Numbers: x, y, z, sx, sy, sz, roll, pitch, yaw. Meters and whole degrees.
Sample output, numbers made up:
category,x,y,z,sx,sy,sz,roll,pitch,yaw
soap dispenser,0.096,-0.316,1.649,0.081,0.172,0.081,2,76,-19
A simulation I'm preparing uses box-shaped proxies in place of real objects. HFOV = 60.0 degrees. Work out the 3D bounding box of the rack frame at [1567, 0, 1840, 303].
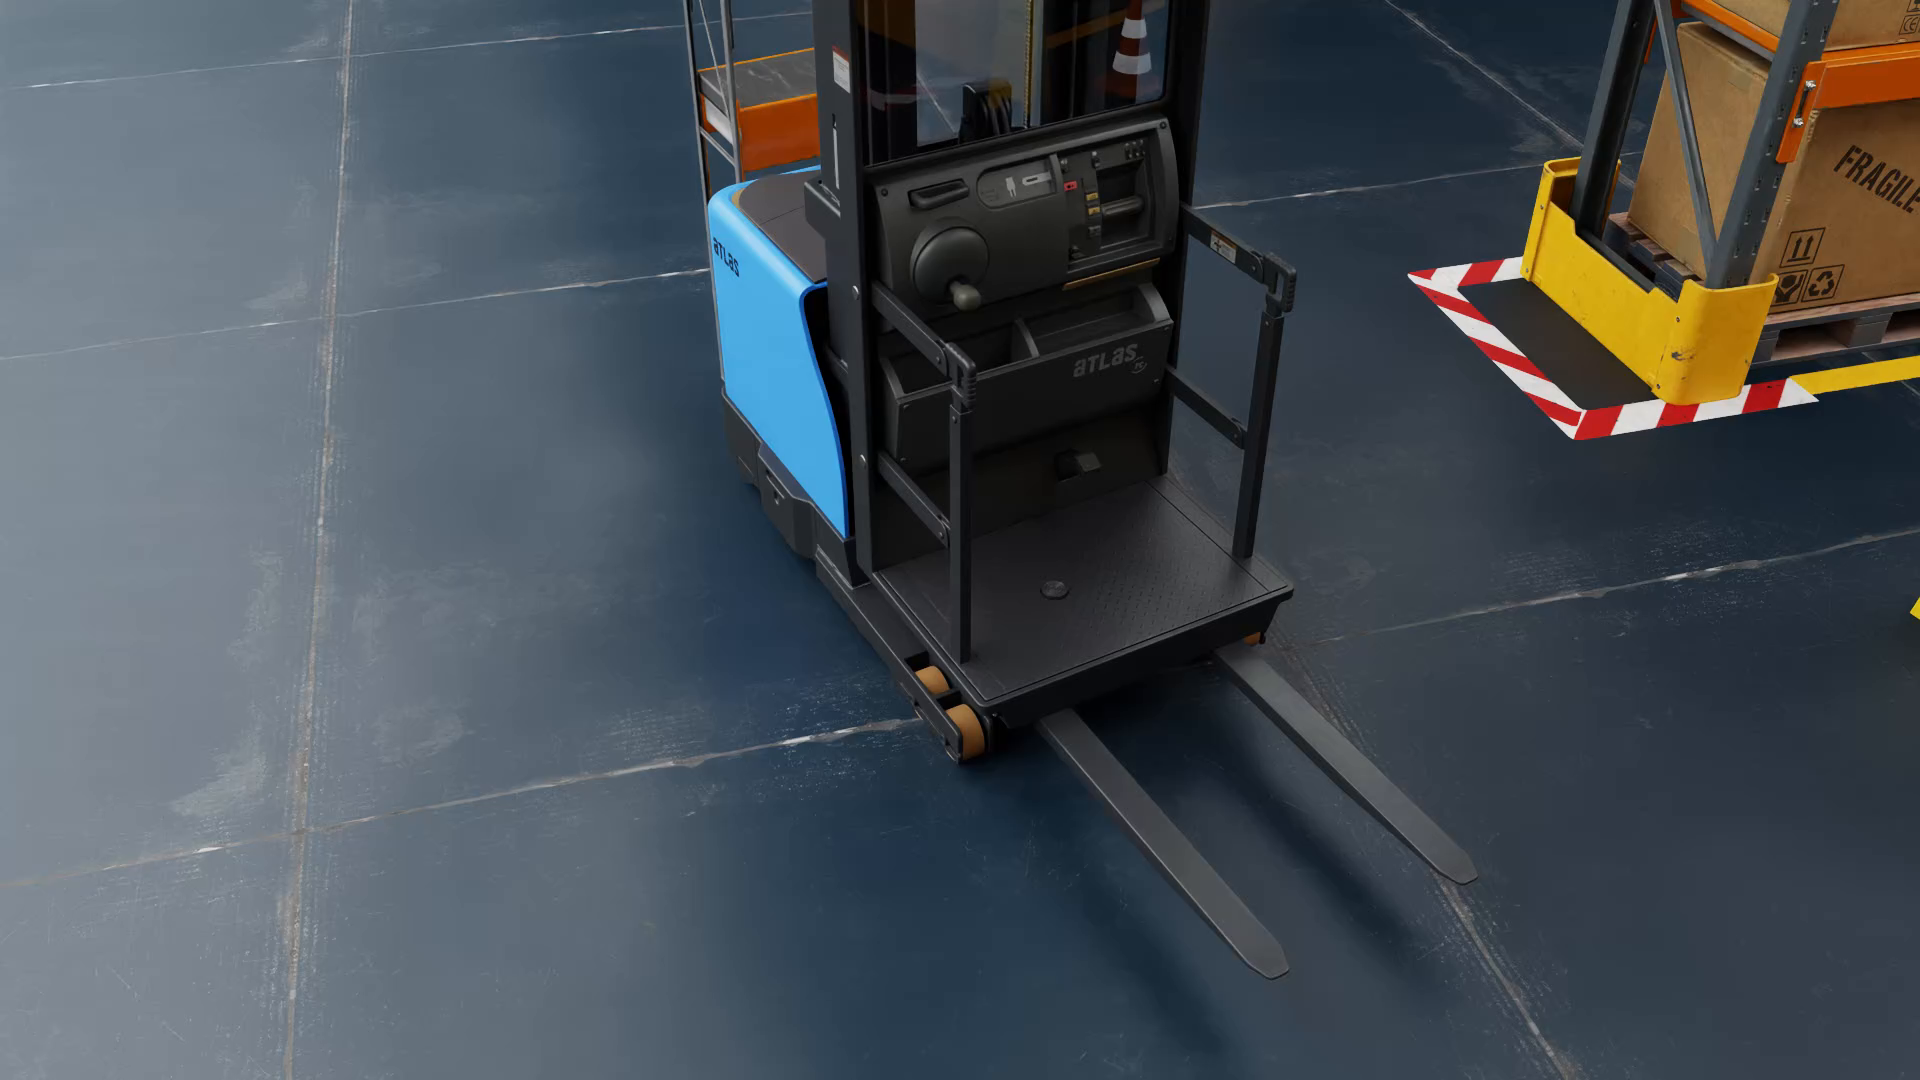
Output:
category,x,y,z,sx,sy,sz,roll,pitch,yaw
rack frame,2.778,-2.074,5.993,0.127,3.000,1.000,-9,38,-12

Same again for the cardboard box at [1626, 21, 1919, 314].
category,x,y,z,sx,sy,sz,roll,pitch,yaw
cardboard box,3.416,-1.543,6.702,0.875,0.875,0.875,-9,38,-12

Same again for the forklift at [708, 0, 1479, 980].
category,x,y,z,sx,sy,sz,roll,pitch,yaw
forklift,0.304,-0.831,4.424,1.130,2.935,3.031,-19,41,-23

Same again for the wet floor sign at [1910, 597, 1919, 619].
category,x,y,z,sx,sy,sz,roll,pitch,yaw
wet floor sign,3.266,0.027,5.184,0.232,0.644,0.267,-16,40,-20

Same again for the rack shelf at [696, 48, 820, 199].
category,x,y,z,sx,sy,sz,roll,pitch,yaw
rack shelf,-0.628,-1.427,5.910,0.480,0.518,0.431,-18,41,-22

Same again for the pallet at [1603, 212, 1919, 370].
category,x,y,z,sx,sy,sz,roll,pitch,yaw
pallet,3.530,-1.139,7.066,1.213,0.211,1.003,-9,38,-12

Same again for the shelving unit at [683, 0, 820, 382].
category,x,y,z,sx,sy,sz,roll,pitch,yaw
shelving unit,-0.628,-1.438,5.902,0.503,2.100,0.431,-18,41,-22

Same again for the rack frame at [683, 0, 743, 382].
category,x,y,z,sx,sy,sz,roll,pitch,yaw
rack frame,-0.843,-1.368,5.810,0.015,2.100,0.400,-18,41,-22

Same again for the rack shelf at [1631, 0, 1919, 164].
category,x,y,z,sx,sy,sz,roll,pitch,yaw
rack shelf,4.709,-2.105,6.625,4.000,0.370,1.077,-9,38,-12

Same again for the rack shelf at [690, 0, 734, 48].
category,x,y,z,sx,sy,sz,roll,pitch,yaw
rack shelf,-0.628,-1.983,5.485,0.480,0.518,0.431,-18,41,-22

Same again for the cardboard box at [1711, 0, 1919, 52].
category,x,y,z,sx,sy,sz,roll,pitch,yaw
cardboard box,3.125,-2.219,6.059,0.550,0.550,0.875,-9,38,-12

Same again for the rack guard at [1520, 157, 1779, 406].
category,x,y,z,sx,sy,sz,roll,pitch,yaw
rack guard,2.755,-1.078,6.747,0.348,0.500,1.175,-9,38,-12
